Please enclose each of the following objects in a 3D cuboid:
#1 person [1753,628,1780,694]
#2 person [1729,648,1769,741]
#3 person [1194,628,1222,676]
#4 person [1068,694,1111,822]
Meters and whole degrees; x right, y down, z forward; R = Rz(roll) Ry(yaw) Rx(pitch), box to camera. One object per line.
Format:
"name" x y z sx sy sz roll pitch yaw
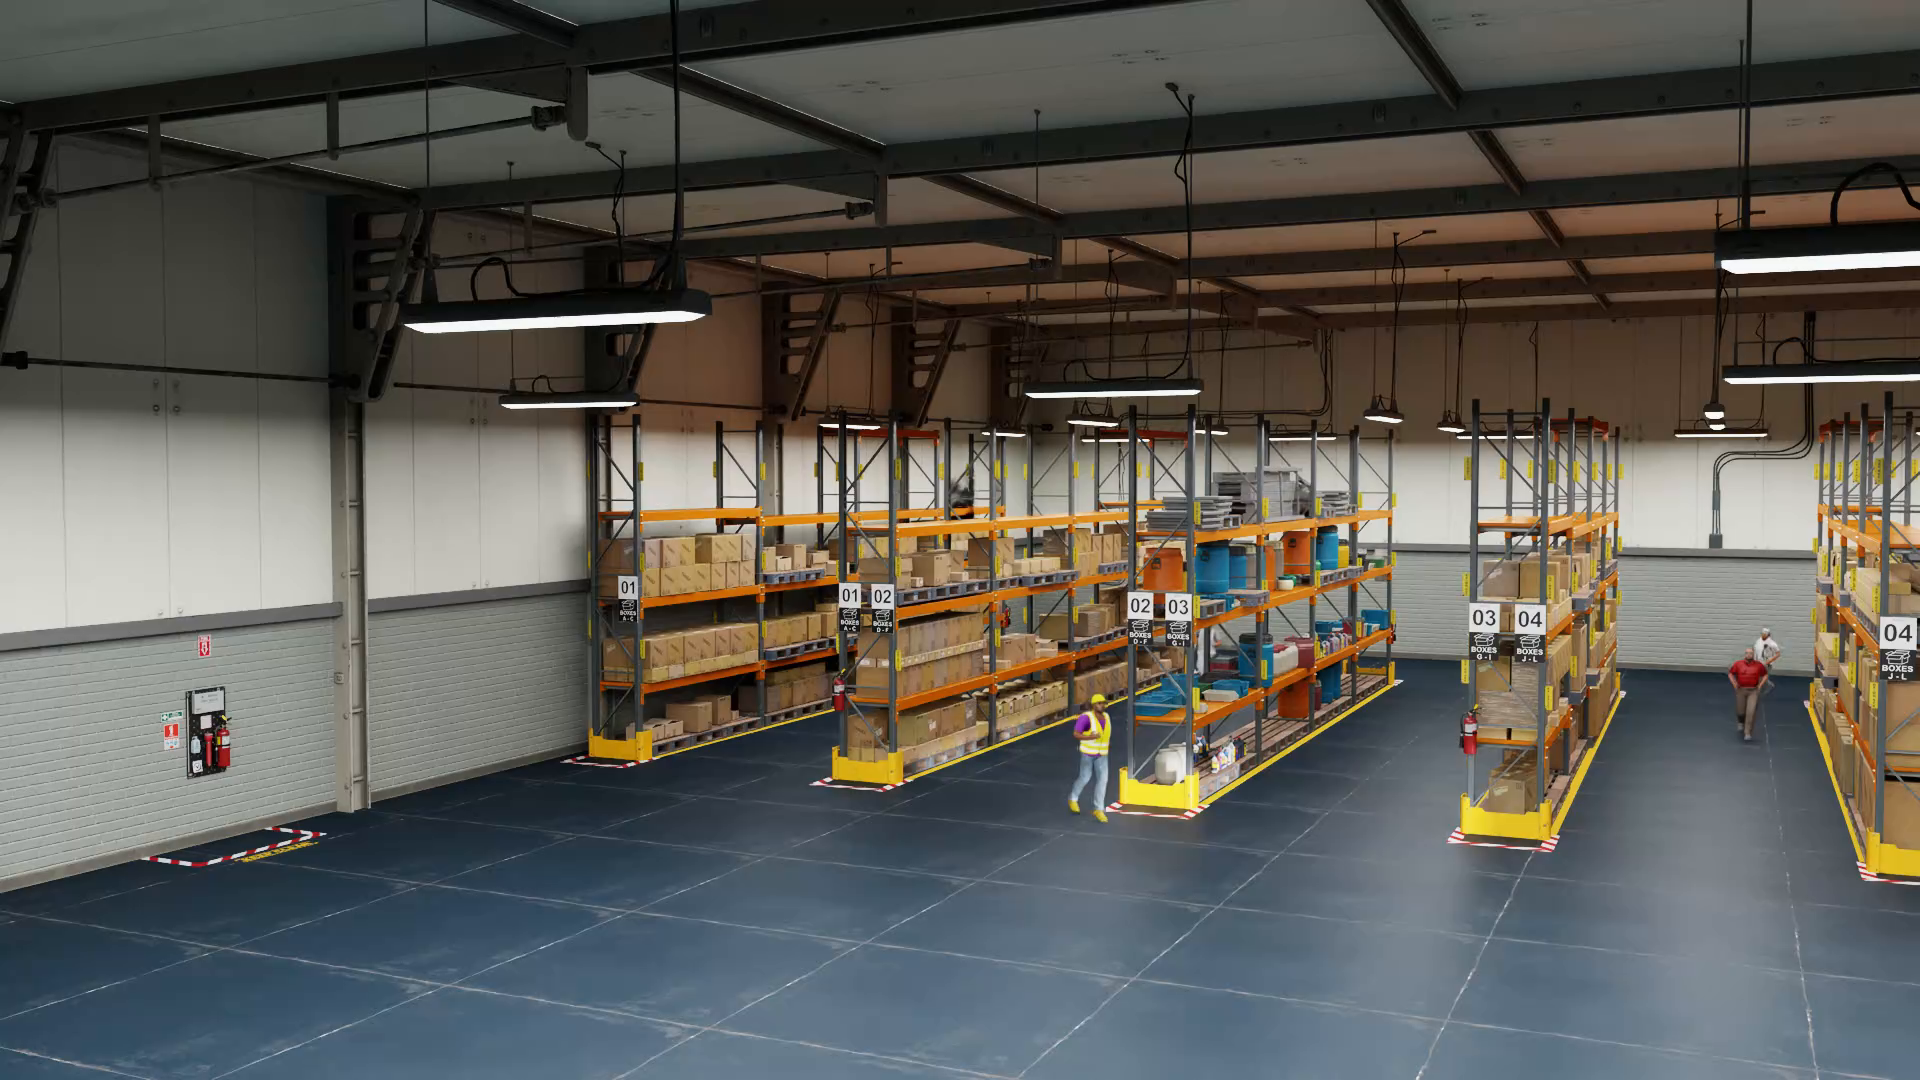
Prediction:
"person" 17.691 2.717 36.520 0.819 1.584 0.675 -1 2 -14
"person" 14.783 2.868 31.184 0.679 1.705 0.780 1 3 25
"person" 5.477 2.560 36.925 0.666 1.769 1.052 1 2 17
"person" 1.938 3.120 24.093 0.693 1.794 0.867 -1 3 -25
